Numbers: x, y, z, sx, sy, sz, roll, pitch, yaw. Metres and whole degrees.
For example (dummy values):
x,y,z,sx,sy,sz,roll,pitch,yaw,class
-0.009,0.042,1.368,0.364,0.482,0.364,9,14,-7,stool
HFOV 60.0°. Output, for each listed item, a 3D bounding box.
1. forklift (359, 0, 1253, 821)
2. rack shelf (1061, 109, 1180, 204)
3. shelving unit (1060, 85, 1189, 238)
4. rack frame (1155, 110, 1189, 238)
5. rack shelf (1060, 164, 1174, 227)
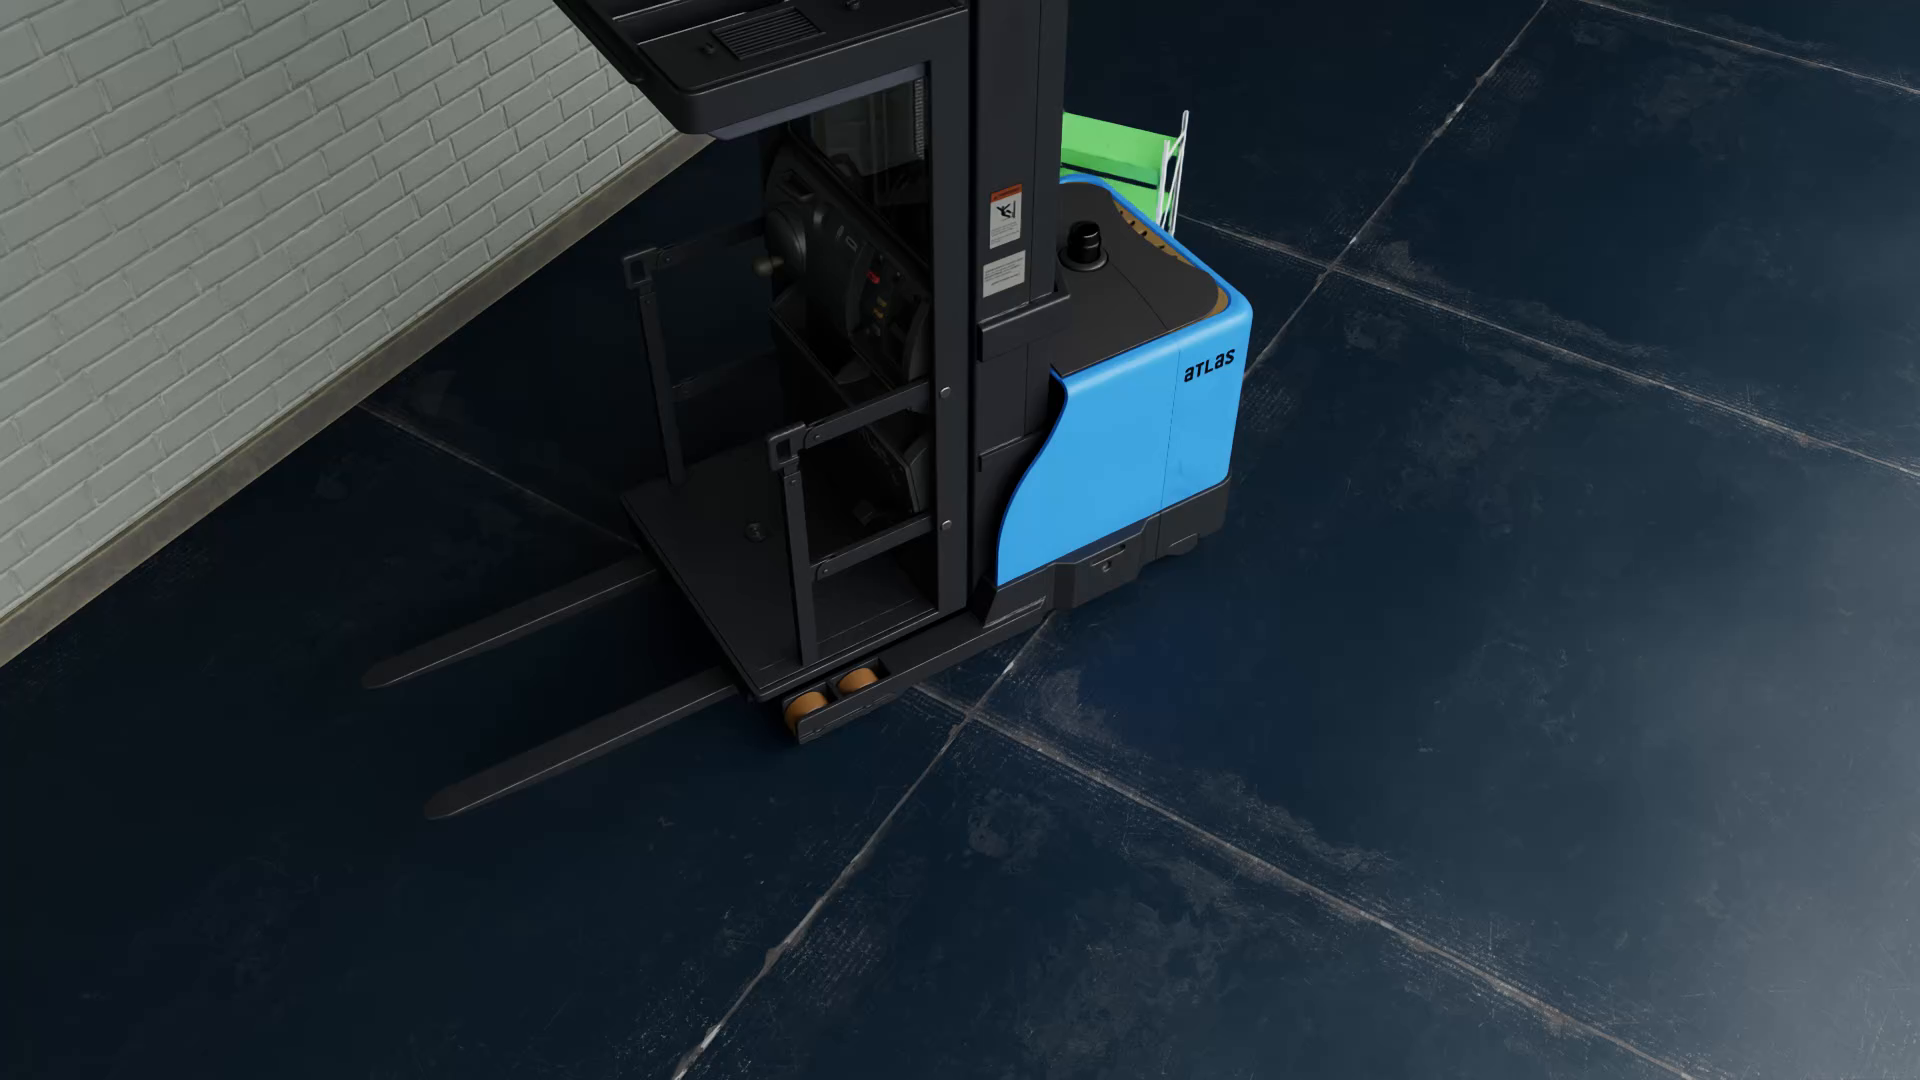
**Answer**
x,y,z,sx,sy,sz,roll,pitch,yaw,class
-0.528,-0.784,4.969,3.031,2.935,1.130,-24,51,-22,forklift
0.560,-1.439,6.227,0.480,0.148,0.258,18,47,16,rack shelf
0.555,-1.142,6.517,0.503,1.200,0.258,18,47,16,shelving unit
0.778,-1.071,6.449,0.015,1.200,0.240,18,47,16,rack frame
0.557,-1.268,6.394,0.480,0.148,0.258,18,47,16,rack shelf
